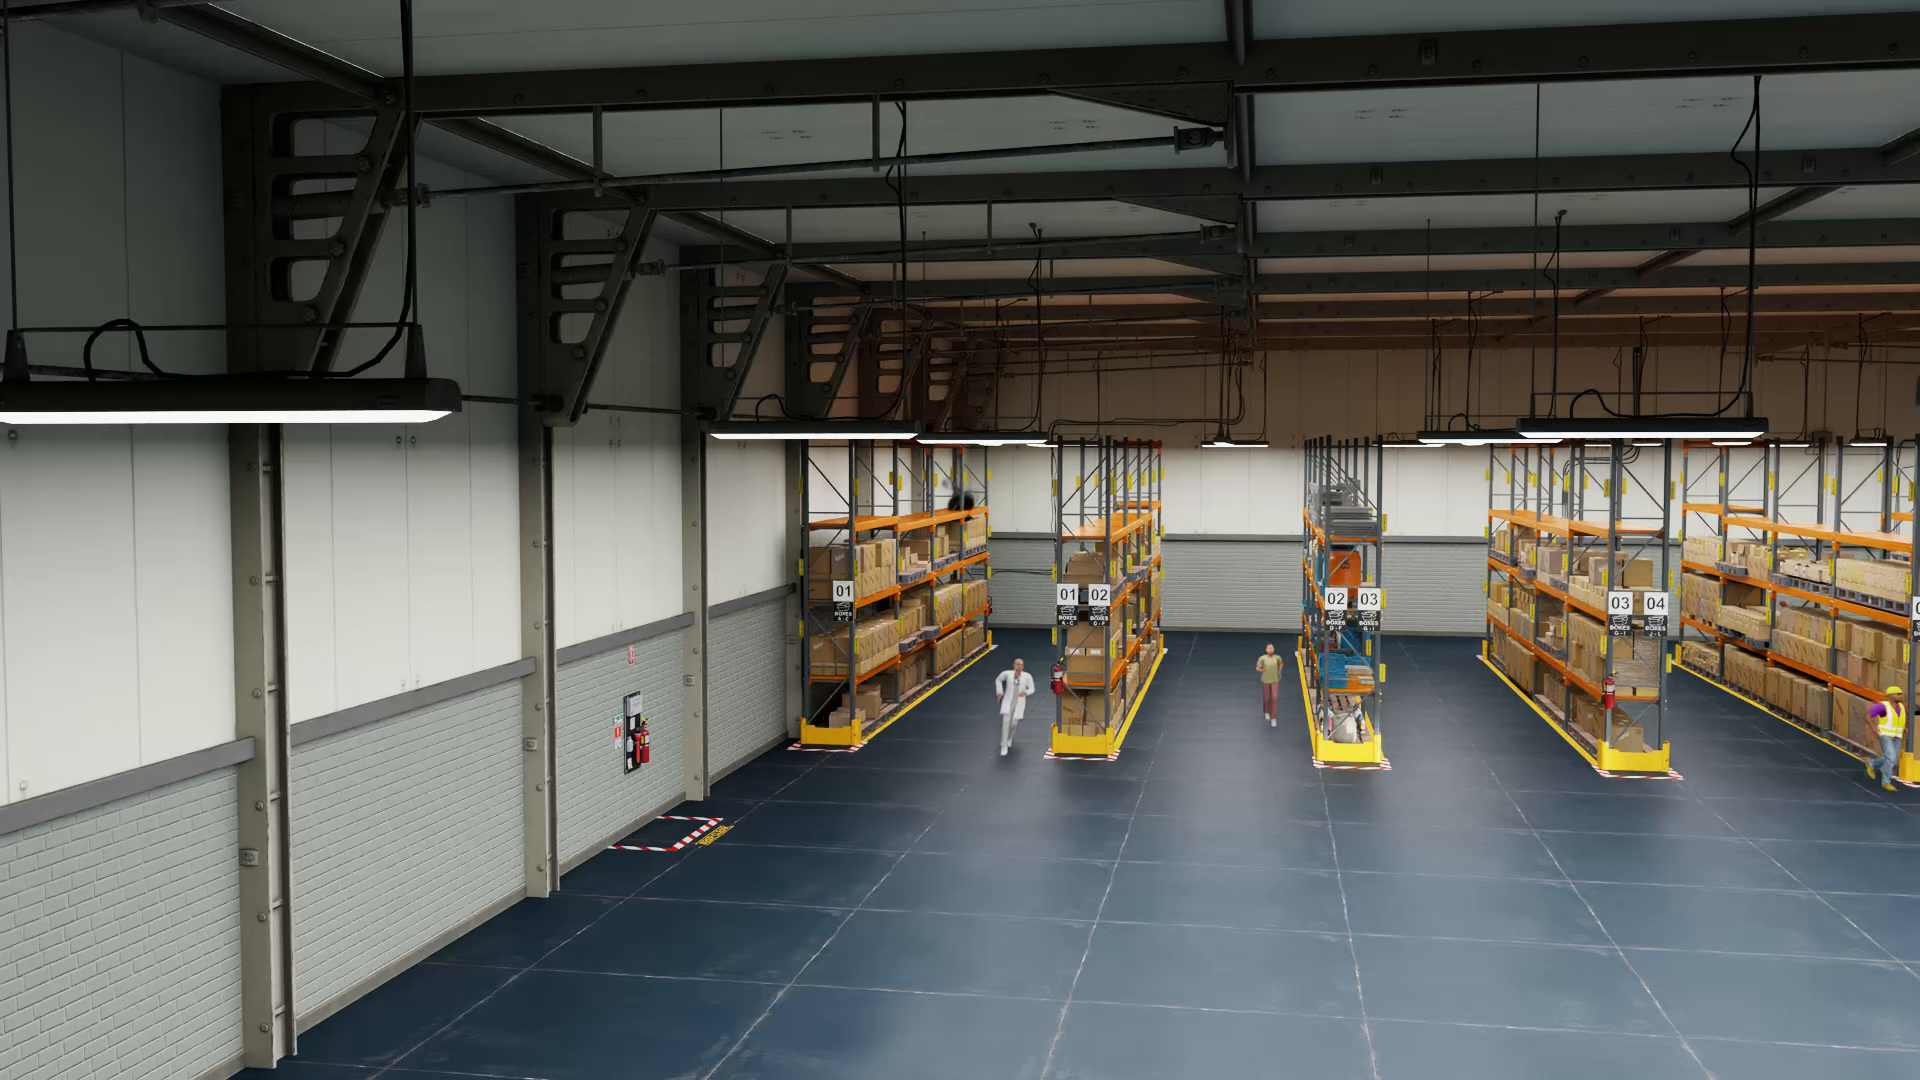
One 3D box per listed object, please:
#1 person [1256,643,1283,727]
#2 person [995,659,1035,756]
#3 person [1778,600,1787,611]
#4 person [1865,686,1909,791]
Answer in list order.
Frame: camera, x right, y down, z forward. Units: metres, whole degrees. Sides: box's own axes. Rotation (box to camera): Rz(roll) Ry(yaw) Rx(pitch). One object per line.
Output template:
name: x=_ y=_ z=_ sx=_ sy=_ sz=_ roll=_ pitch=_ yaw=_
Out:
person: x=6.463 y=2.986 z=34.714 sx=0.573 sy=1.687 sz=0.910 roll=0 pitch=3 yaw=6
person: x=1.051 y=3.134 z=31.603 sx=0.733 sy=1.773 sz=1.009 roll=0 pitch=3 yaw=-3
person: x=22.486 y=2.460 z=45.411 sx=0.812 sy=1.631 sz=0.533 roll=1 pitch=3 yaw=12
person: x=15.779 y=3.348 z=28.279 sx=0.749 sy=1.738 sz=0.772 roll=-1 pitch=3 yaw=-14
